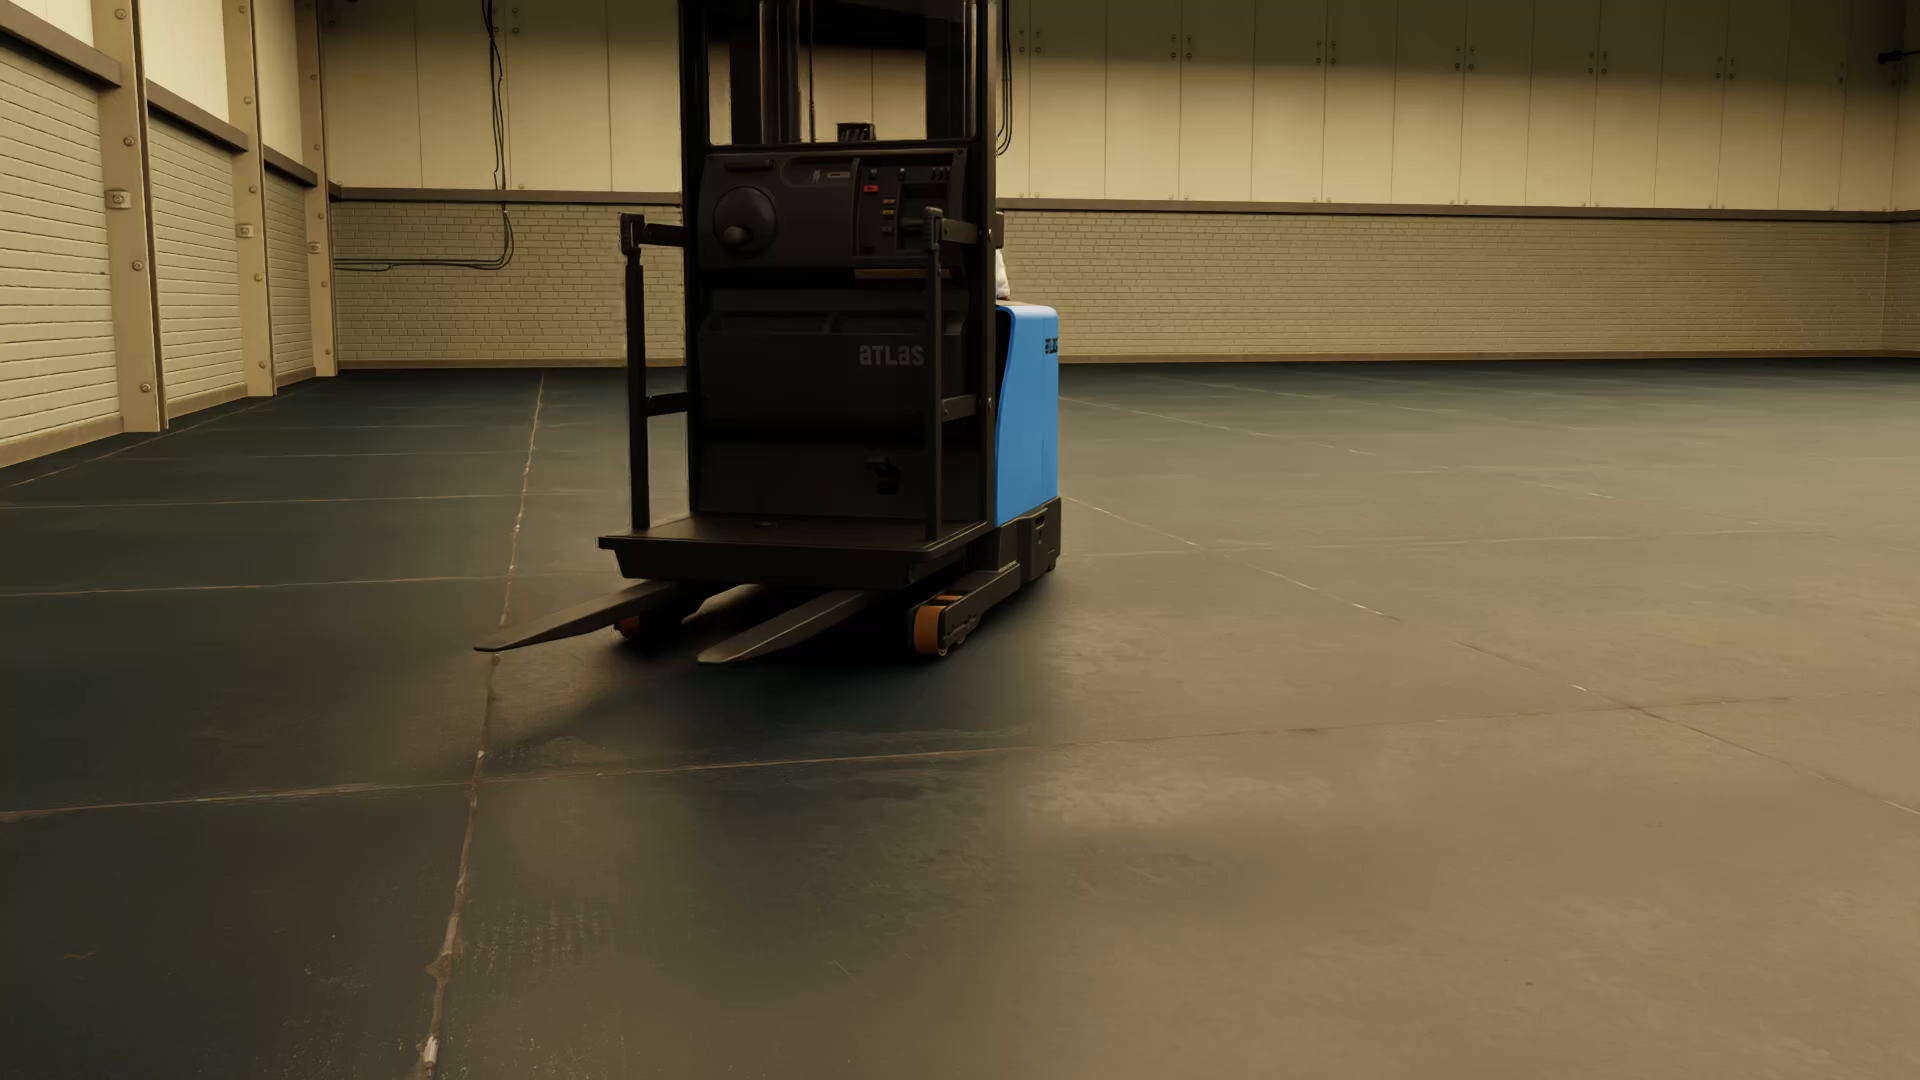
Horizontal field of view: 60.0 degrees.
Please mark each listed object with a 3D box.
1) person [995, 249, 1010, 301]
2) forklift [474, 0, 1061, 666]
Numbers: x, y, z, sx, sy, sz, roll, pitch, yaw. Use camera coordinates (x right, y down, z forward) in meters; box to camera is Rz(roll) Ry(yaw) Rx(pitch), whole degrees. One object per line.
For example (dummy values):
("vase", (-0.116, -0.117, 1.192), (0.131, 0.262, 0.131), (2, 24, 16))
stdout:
("person", (-0.030, -0.839, 7.699), (0.593, 1.685, 0.528), (-1, 8, -11))
("forklift", (-0.486, -1.149, 5.345), (1.130, 2.935, 3.031), (2, 8, 16))
